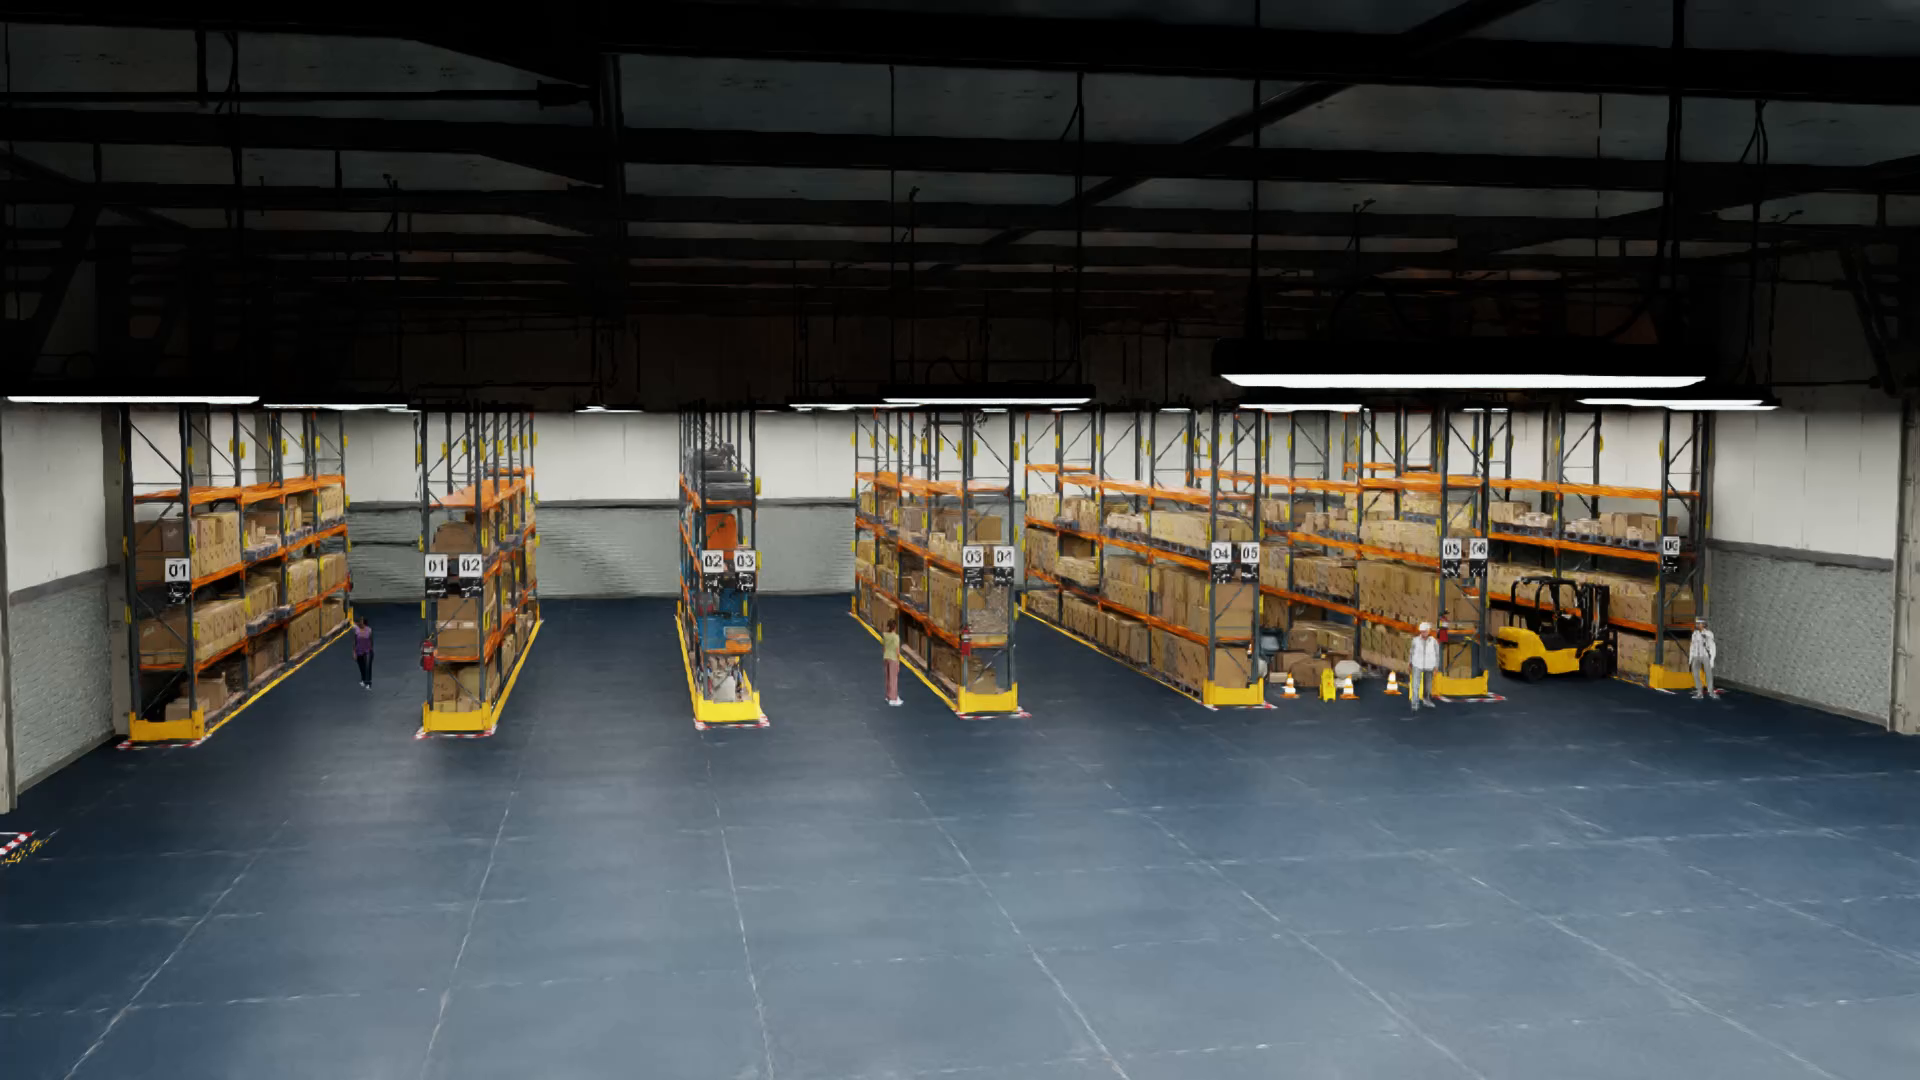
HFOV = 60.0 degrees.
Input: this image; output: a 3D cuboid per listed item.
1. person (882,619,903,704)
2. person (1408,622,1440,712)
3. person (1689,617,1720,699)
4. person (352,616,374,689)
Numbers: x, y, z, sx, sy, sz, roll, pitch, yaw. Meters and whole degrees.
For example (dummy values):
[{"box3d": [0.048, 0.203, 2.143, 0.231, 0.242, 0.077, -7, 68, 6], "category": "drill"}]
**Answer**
[{"box3d": [-1.312, 2.390, 32.924, 0.440, 1.675, 0.498, -4, 6, -43], "category": "person"}, {"box3d": [8.980, 2.436, 32.182, 0.577, 1.732, 0.953, 1, 4, 12], "category": "person"}, {"box3d": [15.005, 2.372, 33.524, 0.525, 1.666, 0.572, -4, 6, -40], "category": "person"}, {"box3d": [-12.458, 2.330, 34.698, 0.419, 1.513, 1.037, -1, 4, -13], "category": "person"}]
